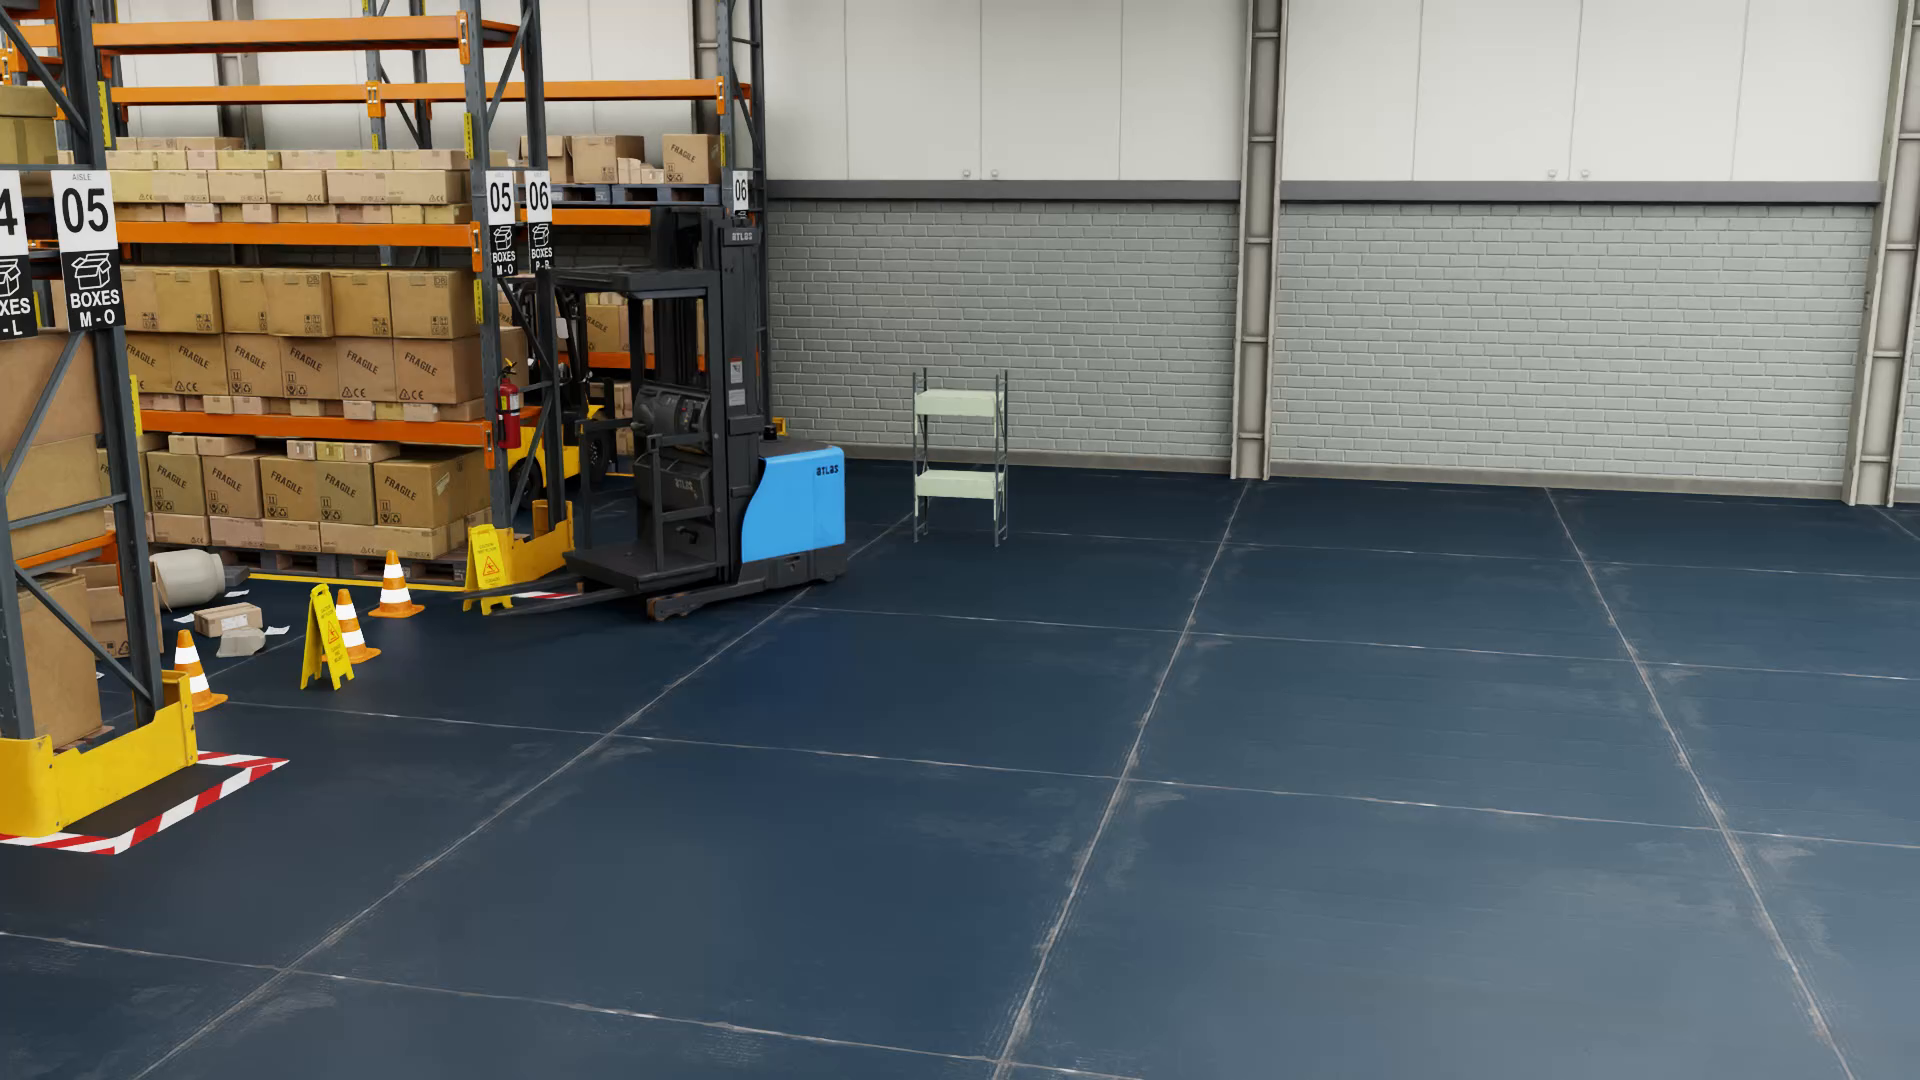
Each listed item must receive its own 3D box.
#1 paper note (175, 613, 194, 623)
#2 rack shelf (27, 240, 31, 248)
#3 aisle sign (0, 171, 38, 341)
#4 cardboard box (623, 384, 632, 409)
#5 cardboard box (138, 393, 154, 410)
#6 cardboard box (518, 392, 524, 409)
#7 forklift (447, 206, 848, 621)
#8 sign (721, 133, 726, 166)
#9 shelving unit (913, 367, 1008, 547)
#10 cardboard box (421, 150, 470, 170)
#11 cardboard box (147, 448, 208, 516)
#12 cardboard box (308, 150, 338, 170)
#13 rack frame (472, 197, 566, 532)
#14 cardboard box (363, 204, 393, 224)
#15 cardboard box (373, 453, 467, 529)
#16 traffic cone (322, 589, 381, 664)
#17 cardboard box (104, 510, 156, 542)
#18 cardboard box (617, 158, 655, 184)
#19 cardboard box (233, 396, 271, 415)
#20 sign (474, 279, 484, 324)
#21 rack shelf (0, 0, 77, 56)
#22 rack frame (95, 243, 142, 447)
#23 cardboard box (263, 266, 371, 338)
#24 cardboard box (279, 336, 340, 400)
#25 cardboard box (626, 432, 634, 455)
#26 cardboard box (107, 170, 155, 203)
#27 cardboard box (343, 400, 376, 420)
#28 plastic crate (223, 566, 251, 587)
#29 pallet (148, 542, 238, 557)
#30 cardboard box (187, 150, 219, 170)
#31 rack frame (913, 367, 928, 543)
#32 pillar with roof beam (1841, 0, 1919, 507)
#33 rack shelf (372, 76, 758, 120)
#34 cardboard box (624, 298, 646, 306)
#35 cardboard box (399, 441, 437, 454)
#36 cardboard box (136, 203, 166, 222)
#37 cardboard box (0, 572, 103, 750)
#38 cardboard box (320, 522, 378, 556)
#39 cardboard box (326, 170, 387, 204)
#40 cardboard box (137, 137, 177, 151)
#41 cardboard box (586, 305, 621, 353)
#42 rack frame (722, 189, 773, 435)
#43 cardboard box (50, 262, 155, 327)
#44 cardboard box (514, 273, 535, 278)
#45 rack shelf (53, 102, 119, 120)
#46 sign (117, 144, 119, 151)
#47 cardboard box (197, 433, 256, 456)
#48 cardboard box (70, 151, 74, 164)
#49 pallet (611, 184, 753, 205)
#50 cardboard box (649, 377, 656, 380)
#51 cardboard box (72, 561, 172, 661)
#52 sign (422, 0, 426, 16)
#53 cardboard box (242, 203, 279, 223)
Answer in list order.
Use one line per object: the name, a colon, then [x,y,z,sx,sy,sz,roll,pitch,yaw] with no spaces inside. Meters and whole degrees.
paper note: [-5.633,0.568,12.128,0.142,0.019,0.148,8,15,33]
rack shelf: [-9.275,-2.605,14.286,4.000,0.370,1.077,3,13,14]
aisle sign: [-4.541,-1.337,7.832,0.004,0.787,0.394,3,13,14]
cardboard box: [-3.283,-1.559,17.906,0.500,0.250,0.500,3,13,15]
cardboard box: [-6.582,-1.172,13.672,0.250,0.149,0.380,3,13,13]
cardboard box: [-3.730,-1.119,13.433,0.250,0.149,0.380,3,13,14]
forklift: [-2.320,-0.970,12.340,3.031,2.935,1.130,-11,17,-42]
sign: [-2.408,-3.969,16.912,0.005,0.325,0.100,3,13,14]
shelving unit: [0.006,-0.732,14.570,0.755,1.500,0.431,3,13,14]
cardboard box: [-3.849,-2.867,12.545,0.250,0.149,0.380,3,13,14]
cardboard box: [-6.303,-0.504,13.729,0.500,0.500,0.500,4,13,16]
cardboard box: [-4.812,-2.936,12.856,0.250,0.149,0.380,3,13,14]
rack frame: [-3.450,-1.181,13.130,0.127,3.000,1.000,3,13,14]
cardboard box: [-4.363,-2.509,12.772,0.250,0.149,0.380,3,13,15]
cardboard box: [-4.290,-0.396,13.241,0.500,0.500,0.500,3,13,14]
traffic cone: [-4.112,0.558,11.151,0.334,0.463,0.336,3,13,14]
cardboard box: [-6.825,-0.163,13.924,0.500,0.250,0.500,2,13,11]
cardboard box: [-3.388,-3.870,17.434,0.258,0.266,0.396,3,13,14]
cardboard box: [-5.614,-1.106,13.375,0.250,0.149,0.380,3,13,13]
sign: [-3.602,-1.785,12.449,0.005,0.325,0.100,3,13,14]
rack shelf: [-6.480,-2.621,8.354,4.000,0.370,1.077,3,13,14]
rack frame: [-10.031,-2.640,19.707,0.127,3.000,1.000,3,13,14]
cardboard box: [-5.008,-1.876,13.038,0.500,0.500,0.700,3,13,13]
cardboard box: [-5.013,-1.399,13.195,0.500,0.500,0.500,3,13,13]
cardboard box: [-3.277,-1.073,18.024,0.500,0.250,0.500,3,13,14]
cardboard box: [-6.469,-2.819,13.250,0.500,0.250,0.500,3,13,13]
cardboard box: [-4.638,-1.047,13.108,0.250,0.149,0.380,3,13,15]
plastic crate: [-6.006,0.291,13.237,0.583,0.080,0.402,-1,13,-6]
pallet: [-6.673,0.001,14.244,1.213,0.211,1.003,3,13,14]
cardboard box: [-5.828,-2.978,13.046,0.250,0.149,0.380,3,13,13]
rack frame: [-0.349,-0.751,14.655,0.023,1.500,0.400,3,13,14]
pillar with roof beam: [7.895,-3.851,11.316,0.400,9.000,9.100,3,13,14]
rack shelf: [-4.206,-4.711,17.775,4.000,0.370,1.077,3,13,14]
cardboard box: [-3.399,-2.598,17.789,0.250,0.149,0.380,3,13,13]
cardboard box: [-4.699,-0.537,13.875,0.500,0.500,0.500,3,13,11]
cardboard box: [-6.348,-2.626,13.299,0.250,0.149,0.380,3,13,15]
cardboard box: [-5.212,0.676,8.695,0.875,0.875,0.875,3,13,14]
cardboard box: [-4.800,-0.057,13.445,0.500,0.250,0.500,3,13,14]
cardboard box: [-4.496,-2.716,12.785,0.500,0.250,0.500,3,13,13]
cardboard box: [-8.873,-4.313,18.891,0.500,0.500,0.700,3,13,12]
cardboard box: [-3.804,-2.299,17.941,0.500,0.500,0.500,3,13,12]
rack frame: [-2.264,-2.225,17.836,0.127,3.000,1.000,3,13,14]
cardboard box: [-6.958,-2.002,13.606,0.500,0.500,0.700,3,13,13]
cardboard box: [-4.640,-2.814,18.076,0.250,0.149,0.380,3,13,13]
rack shelf: [-11.973,-5.126,19.646,4.000,0.370,1.077,3,13,14]
sign: [-7.211,-3.220,14.201,0.005,0.325,0.100,3,13,14]
cardboard box: [-5.957,-0.788,13.508,0.250,0.149,0.380,4,13,17]
cardboard box: [-6.847,-3.027,13.265,0.250,0.149,0.380,3,13,15]
pallet: [-2.945,-3.688,17.710,1.213,0.211,1.003,3,13,14]
cardboard box: [-3.172,-1.665,18.385,0.500,0.250,0.500,3,13,14]
cardboard box: [-5.762,0.479,11.412,0.637,0.503,0.797,-6,14,-25]
sign: [-5.991,-6.010,18.523,0.005,0.325,0.100,3,13,14]
cardboard box: [-5.365,-2.552,12.968,0.250,0.149,0.380,3,13,13]
